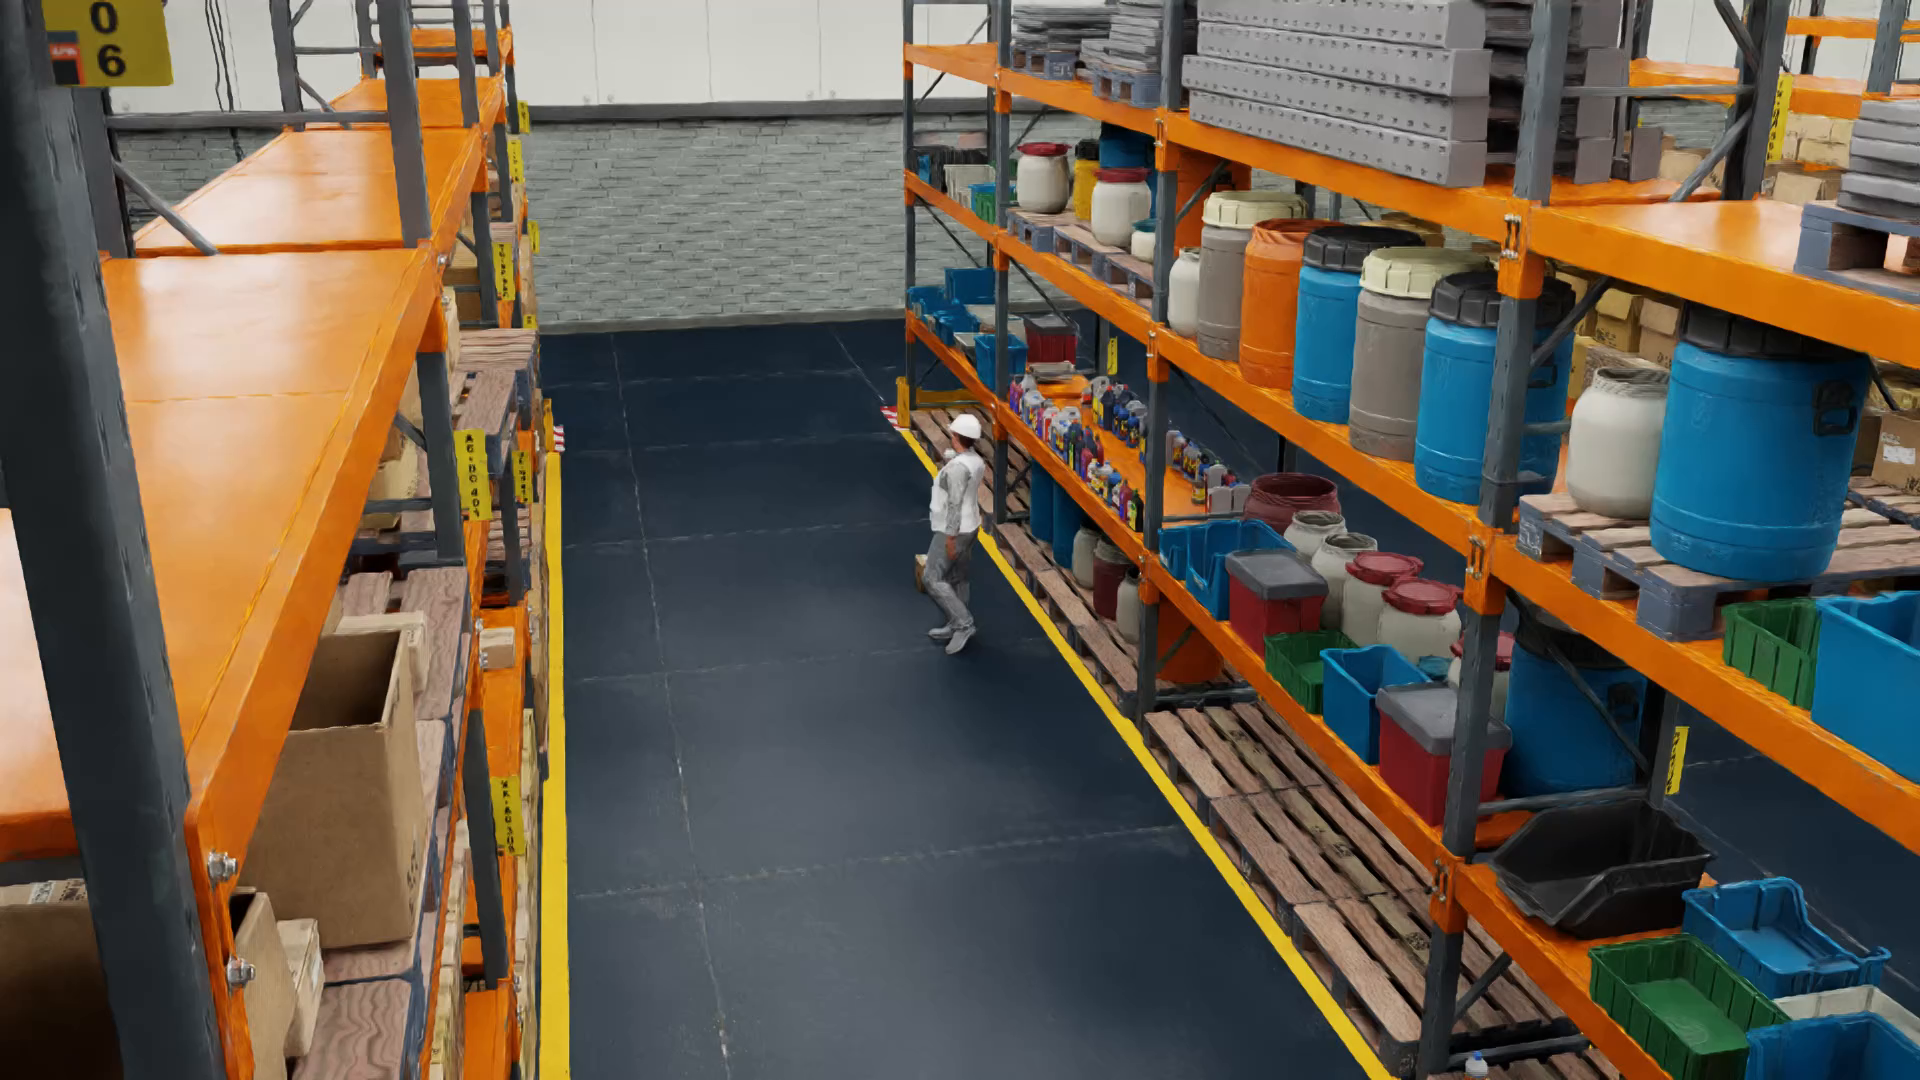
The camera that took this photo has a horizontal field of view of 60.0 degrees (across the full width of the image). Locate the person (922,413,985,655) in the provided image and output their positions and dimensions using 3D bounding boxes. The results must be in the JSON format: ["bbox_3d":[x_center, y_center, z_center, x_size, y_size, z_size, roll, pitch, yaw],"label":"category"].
[{"bbox_3d":[-0.033,-0.066,12.535,0.429,1.767,0.631,6,20,16],"label":"person"}]
